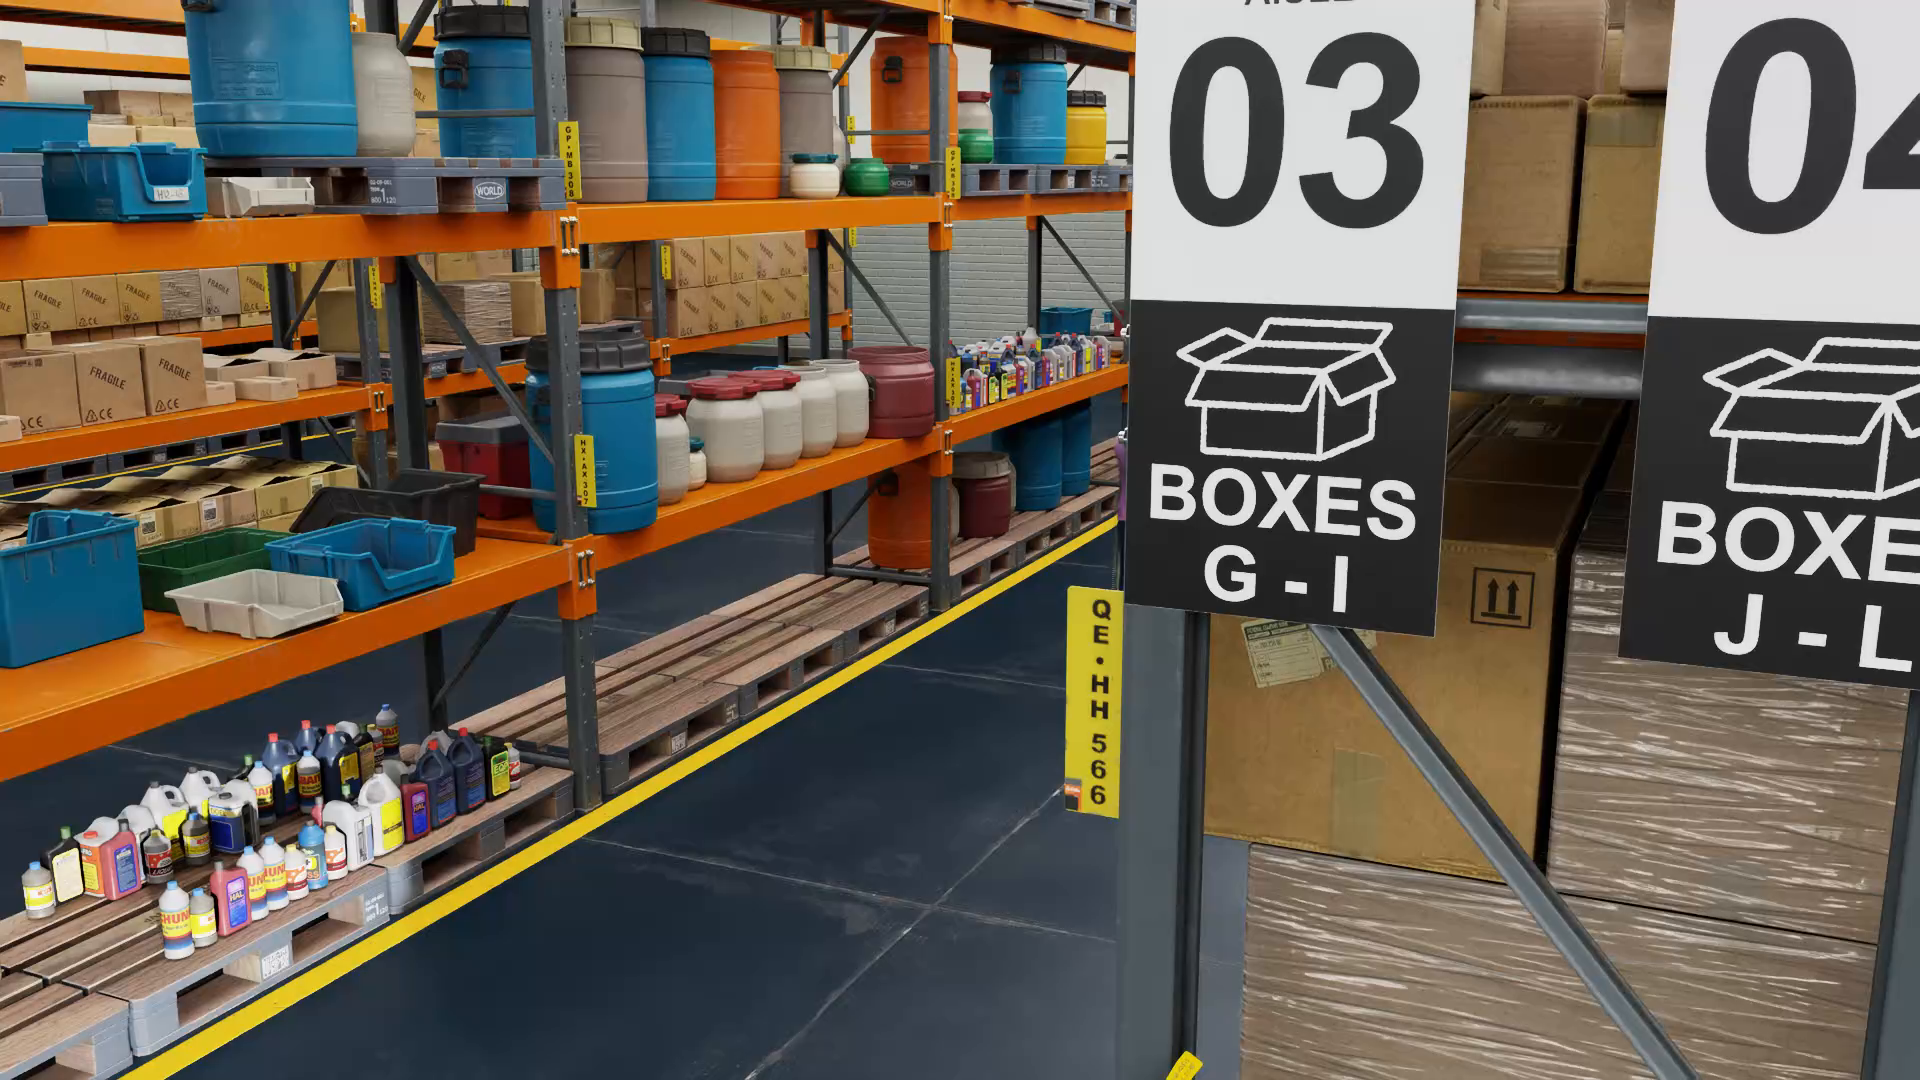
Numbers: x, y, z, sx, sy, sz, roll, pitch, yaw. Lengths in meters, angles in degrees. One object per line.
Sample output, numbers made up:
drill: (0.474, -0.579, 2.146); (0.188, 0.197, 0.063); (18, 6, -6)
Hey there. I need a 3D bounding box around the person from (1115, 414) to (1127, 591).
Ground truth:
person: (1.200, -0.123, 10.564); (0.404, 1.592, 0.494); (6, 14, 25)
